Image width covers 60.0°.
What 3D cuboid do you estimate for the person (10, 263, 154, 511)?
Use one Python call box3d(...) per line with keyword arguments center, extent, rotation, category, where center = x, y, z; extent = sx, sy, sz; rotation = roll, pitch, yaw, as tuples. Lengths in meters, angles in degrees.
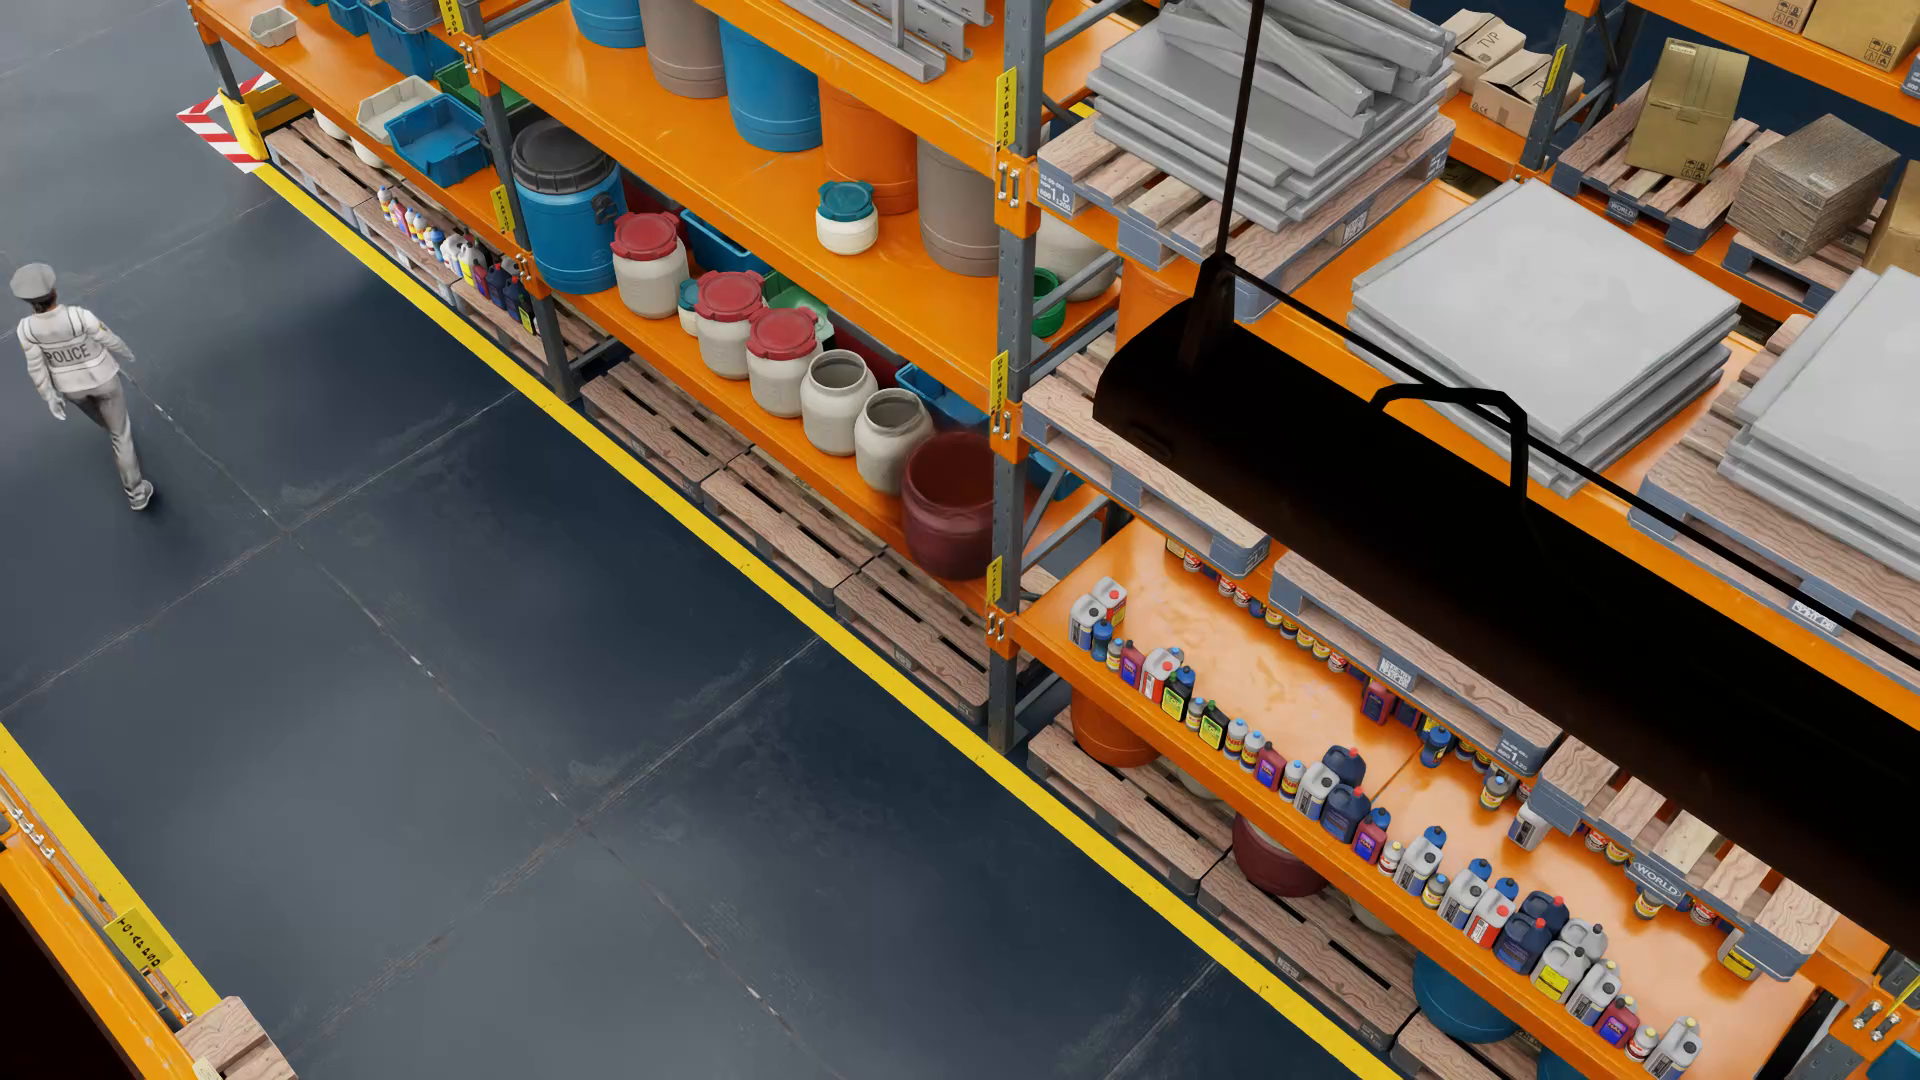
box3d(center=(-5.334, -1.058, 10.197), extent=(0.514, 1.616, 1.050), rotation=(-9, 51, -7), category="person")
